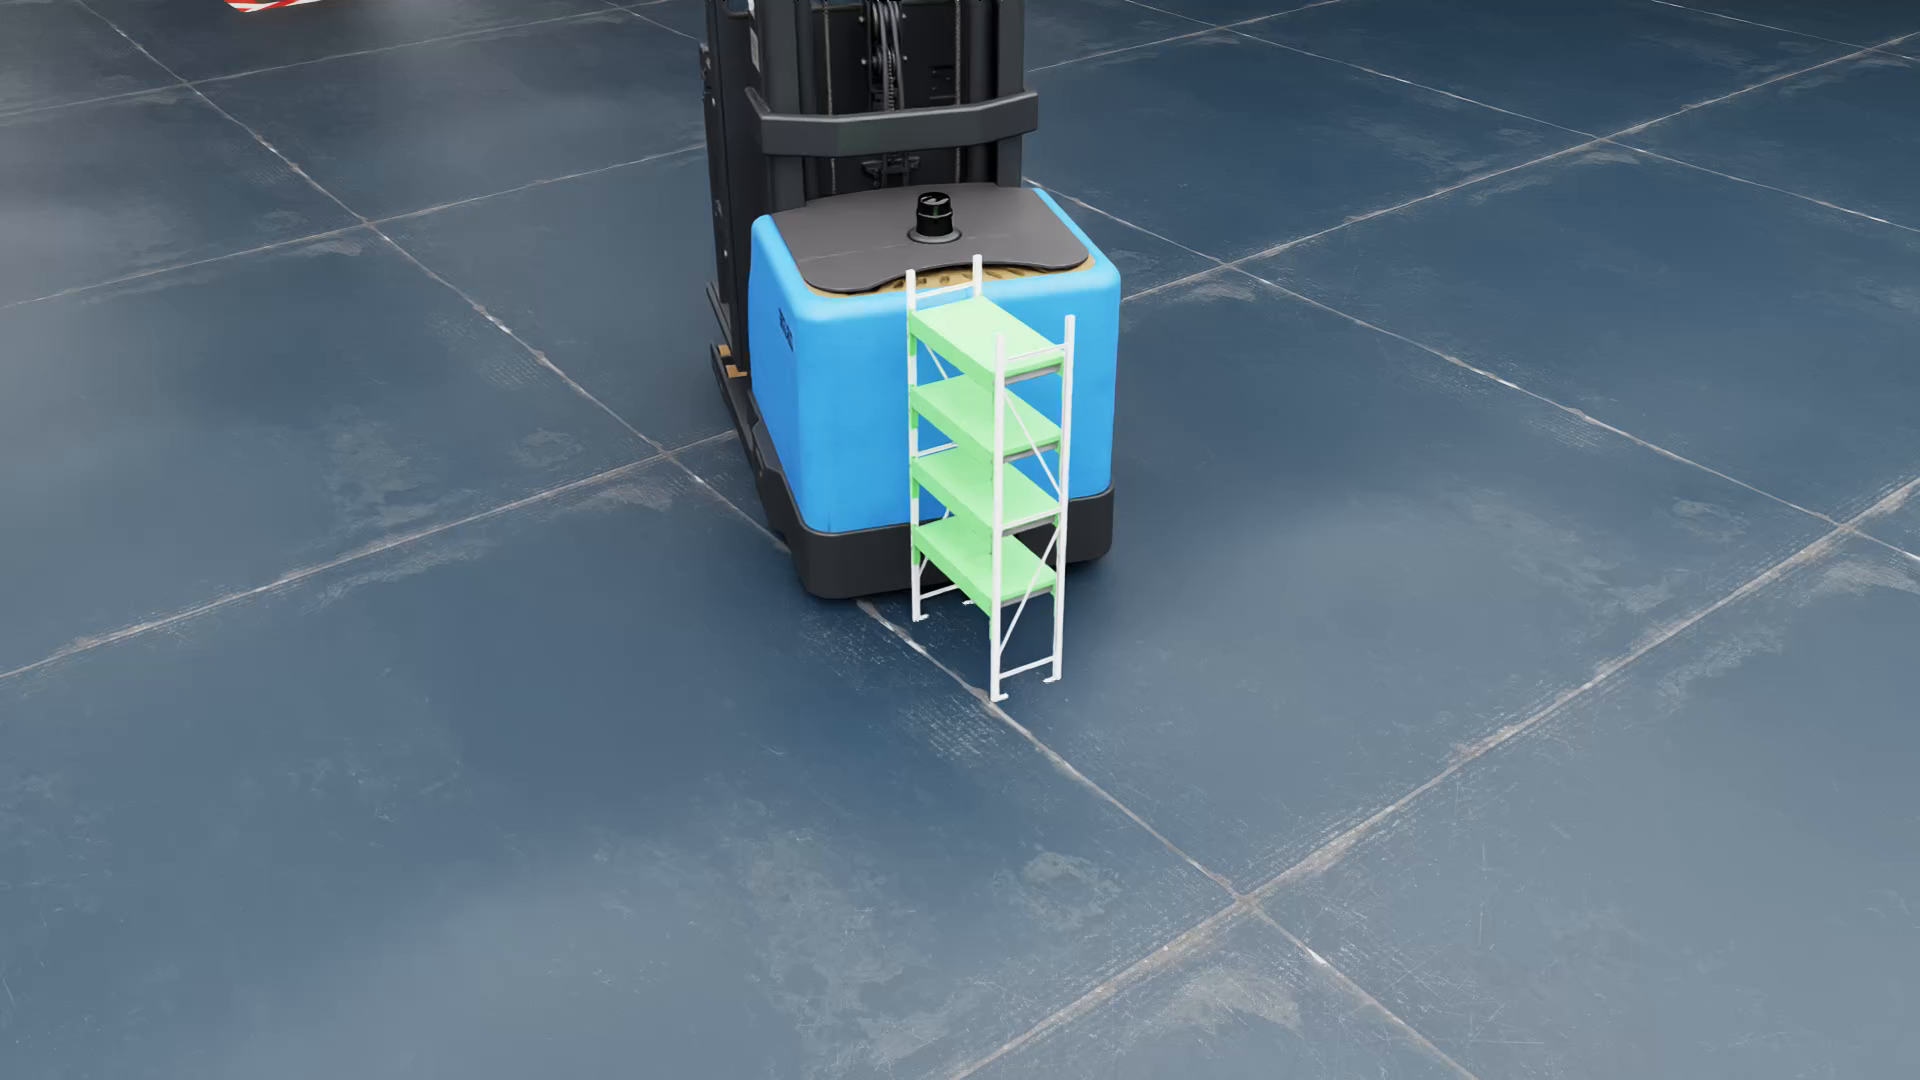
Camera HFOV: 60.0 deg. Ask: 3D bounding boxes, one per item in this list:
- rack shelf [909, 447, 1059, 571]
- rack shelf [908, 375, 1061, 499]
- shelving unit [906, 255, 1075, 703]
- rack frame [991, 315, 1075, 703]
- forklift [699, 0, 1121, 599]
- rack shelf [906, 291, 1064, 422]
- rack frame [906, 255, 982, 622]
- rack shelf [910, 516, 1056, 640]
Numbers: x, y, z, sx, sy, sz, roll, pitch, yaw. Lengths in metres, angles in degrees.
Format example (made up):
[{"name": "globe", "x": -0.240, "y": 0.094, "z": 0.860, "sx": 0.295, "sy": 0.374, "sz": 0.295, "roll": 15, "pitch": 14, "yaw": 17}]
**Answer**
[{"name": "rack shelf", "x": 0.077, "y": -0.115, "z": 4.919, "sx": 0.258, "sy": 0.148, "sz": 0.480, "roll": -17, "pitch": 36, "yaw": -25}, {"name": "rack shelf", "x": 0.077, "y": -0.319, "z": 4.792, "sx": 0.258, "sy": 0.148, "sz": 0.480, "roll": -17, "pitch": 36, "yaw": -25}, {"name": "shelving unit", "x": 0.077, "y": -0.169, "z": 4.885, "sx": 0.258, "sy": 1.200, "sz": 0.503, "roll": -17, "pitch": 36, "yaw": -25}, {"name": "rack frame", "x": 0.199, "y": -0.058, "z": 4.705, "sx": 0.240, "sy": 1.200, "sz": 0.015, "roll": -17, "pitch": 36, "yaw": -25}, {"name": "forklift", "x": -0.384, "y": -1.825, "z": 5.911, "sx": 1.130, "sy": 2.935, "sz": 3.031, "roll": -9, "pitch": 33, "yaw": -13}, {"name": "rack shelf", "x": 0.077, "y": -0.522, "z": 4.665, "sx": 0.258, "sy": 0.148, "sz": 0.480, "roll": -17, "pitch": 36, "yaw": -25}, {"name": "rack frame", "x": -0.045, "y": -0.280, "z": 5.064, "sx": 0.240, "sy": 1.200, "sz": 0.015, "roll": -17, "pitch": 36, "yaw": -25}, {"name": "rack shelf", "x": 0.077, "y": 0.089, "z": 5.045, "sx": 0.258, "sy": 0.148, "sz": 0.480, "roll": -17, "pitch": 36, "yaw": -25}]
